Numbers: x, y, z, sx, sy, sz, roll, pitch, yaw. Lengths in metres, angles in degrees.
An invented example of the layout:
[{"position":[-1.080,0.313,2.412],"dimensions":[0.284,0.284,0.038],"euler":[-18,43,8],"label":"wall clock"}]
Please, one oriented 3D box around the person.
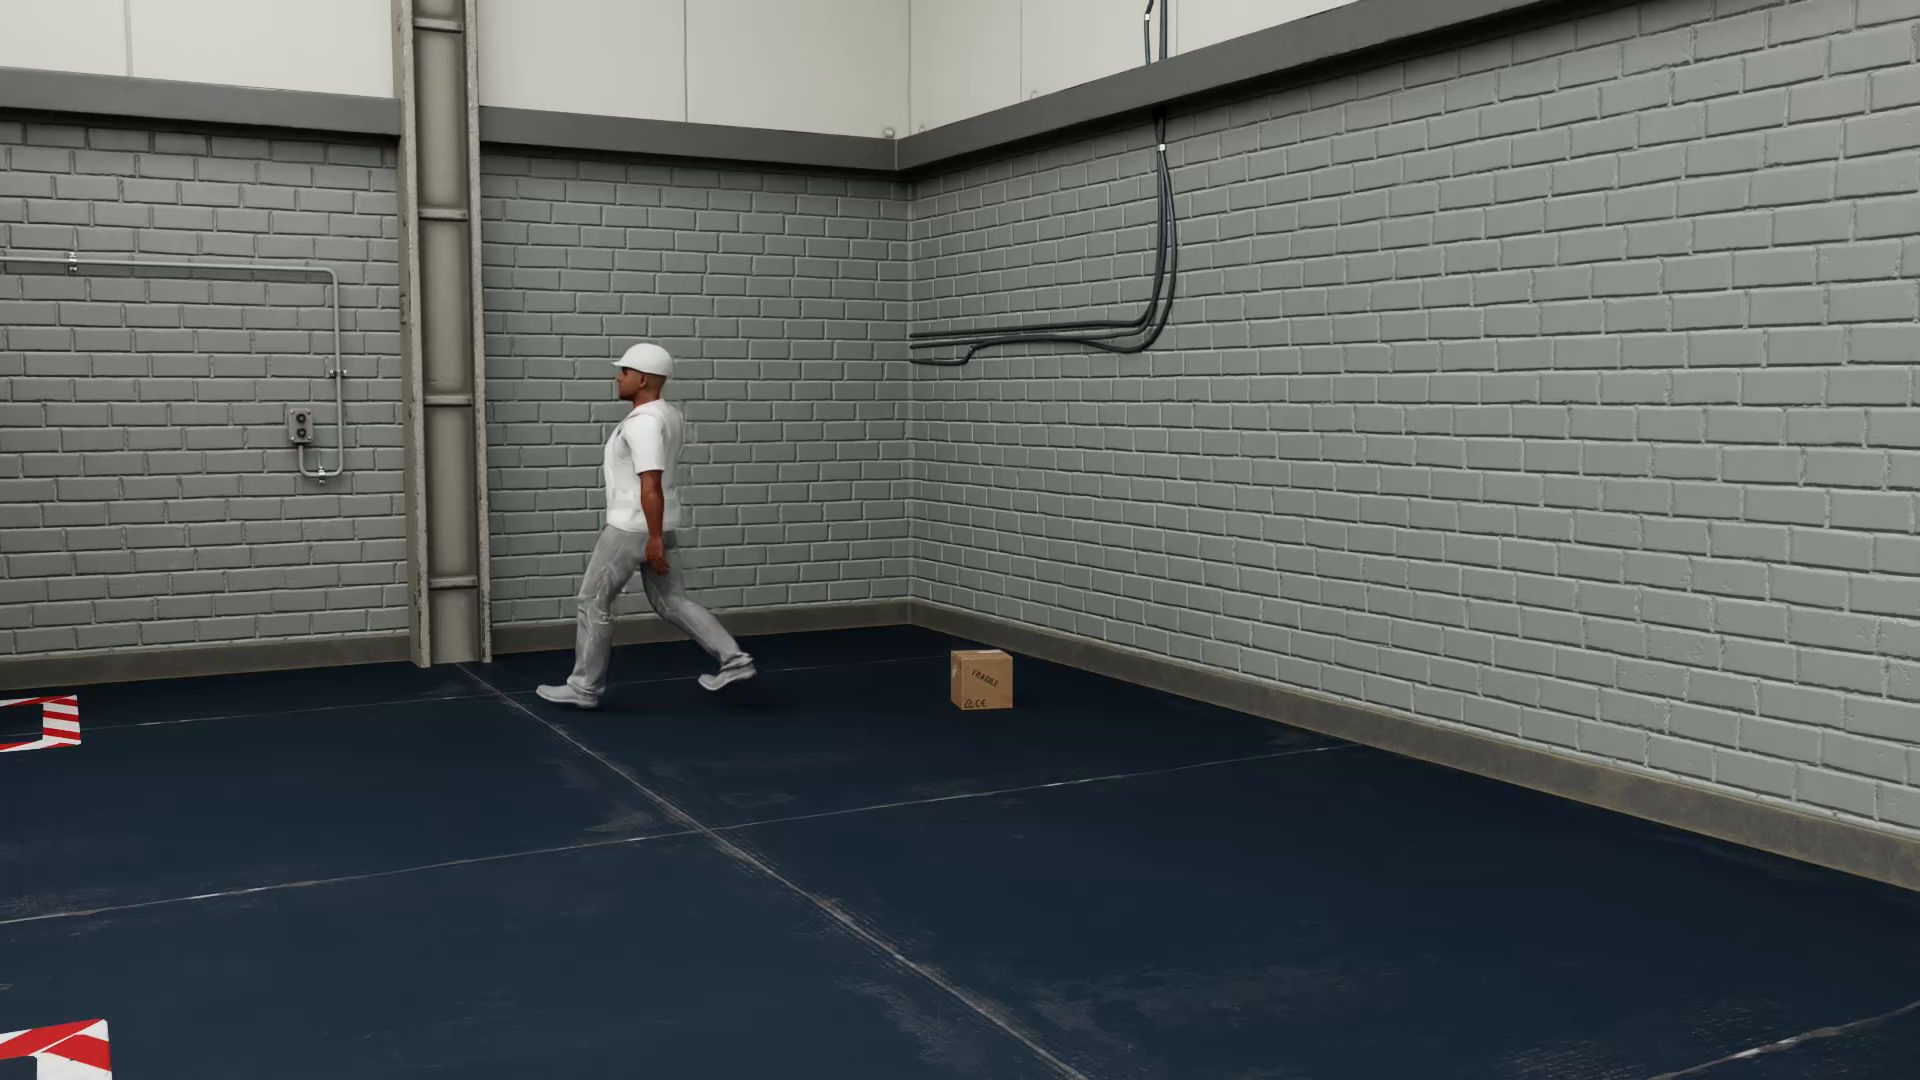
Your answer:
[{"position":[-1.497,-0.066,7.896],"dimensions":[1.041,1.724,0.564],"euler":[1,5,9],"label":"person"}]
